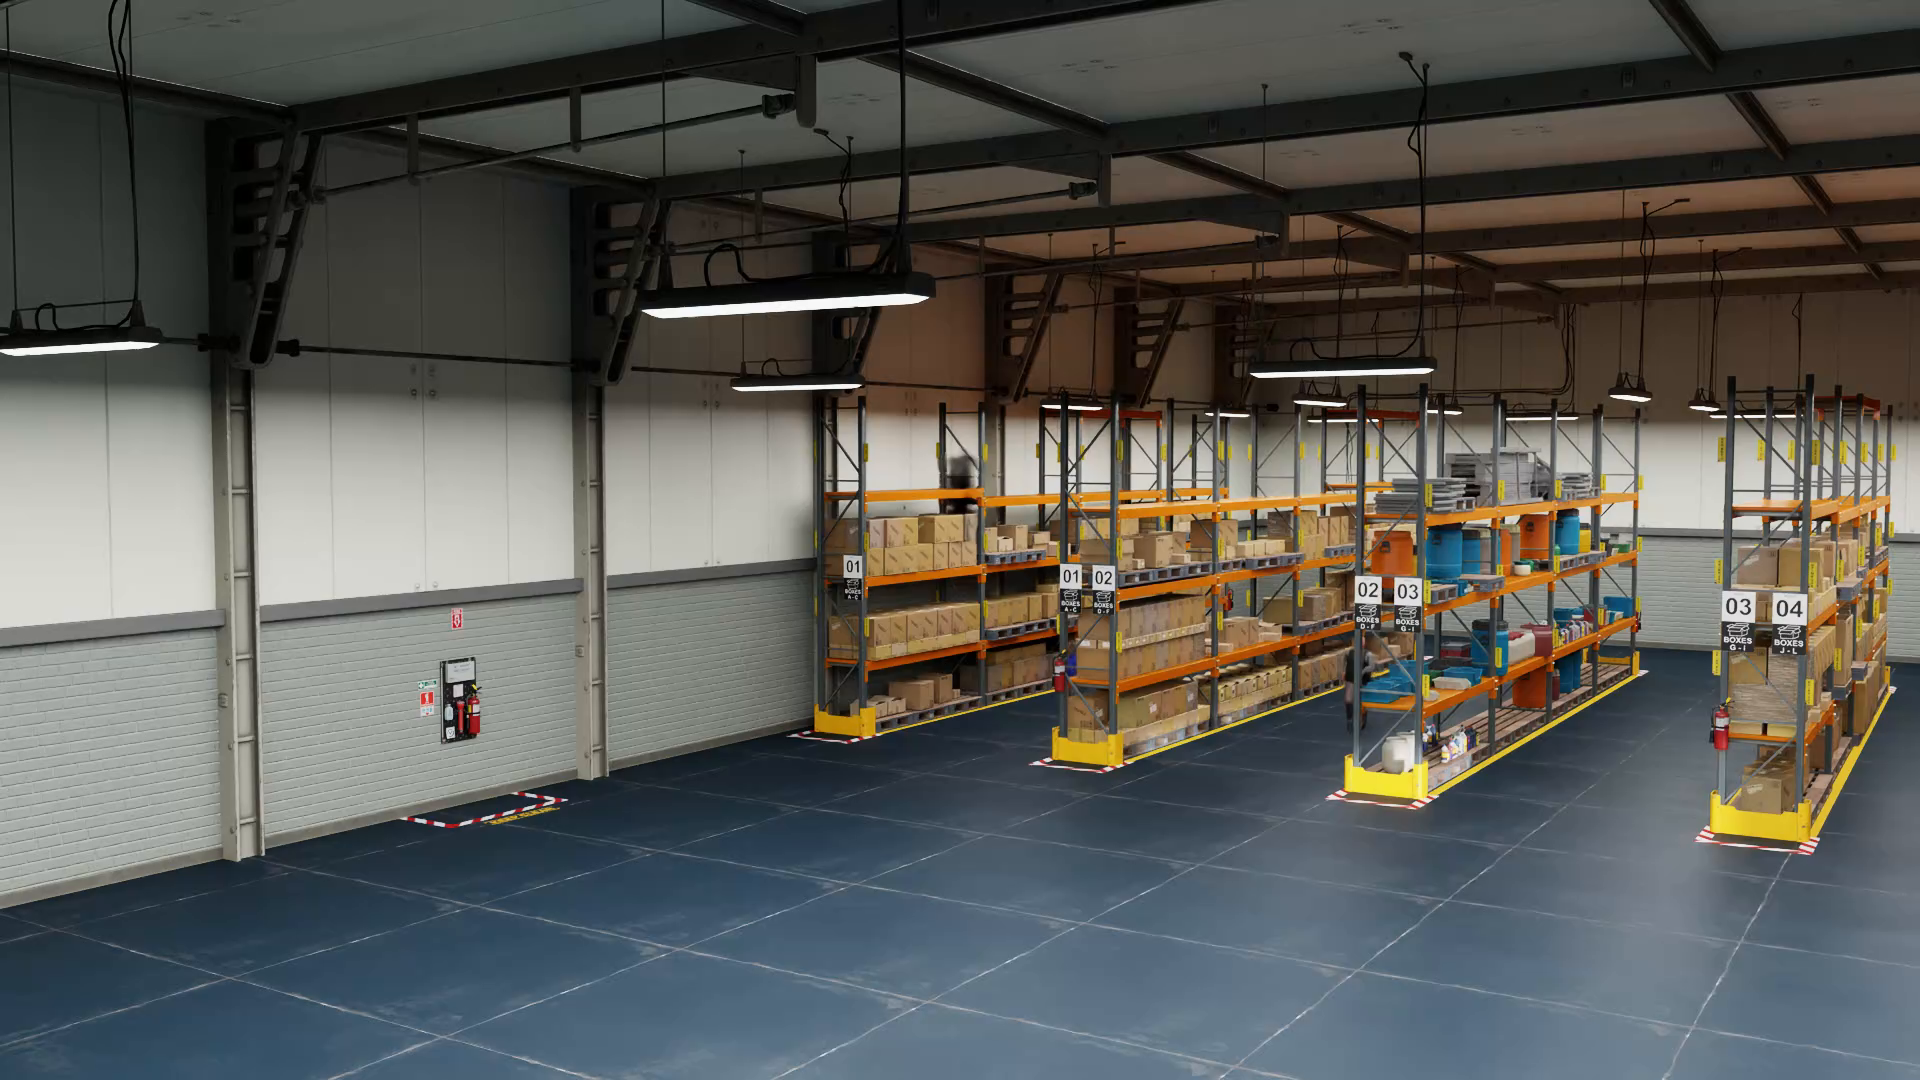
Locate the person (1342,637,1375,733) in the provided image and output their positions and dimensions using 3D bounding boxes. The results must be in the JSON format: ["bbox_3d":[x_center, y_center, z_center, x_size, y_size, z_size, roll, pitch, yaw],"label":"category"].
[{"bbox_3d":[7.111,2.587,29.745,0.612,1.746,0.725,1,3,23],"label":"person"}]

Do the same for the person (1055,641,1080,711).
[{"bbox_3d":[1.933,2.622,29.813,0.557,1.618,0.596,2,3,30],"label":"person"}]
